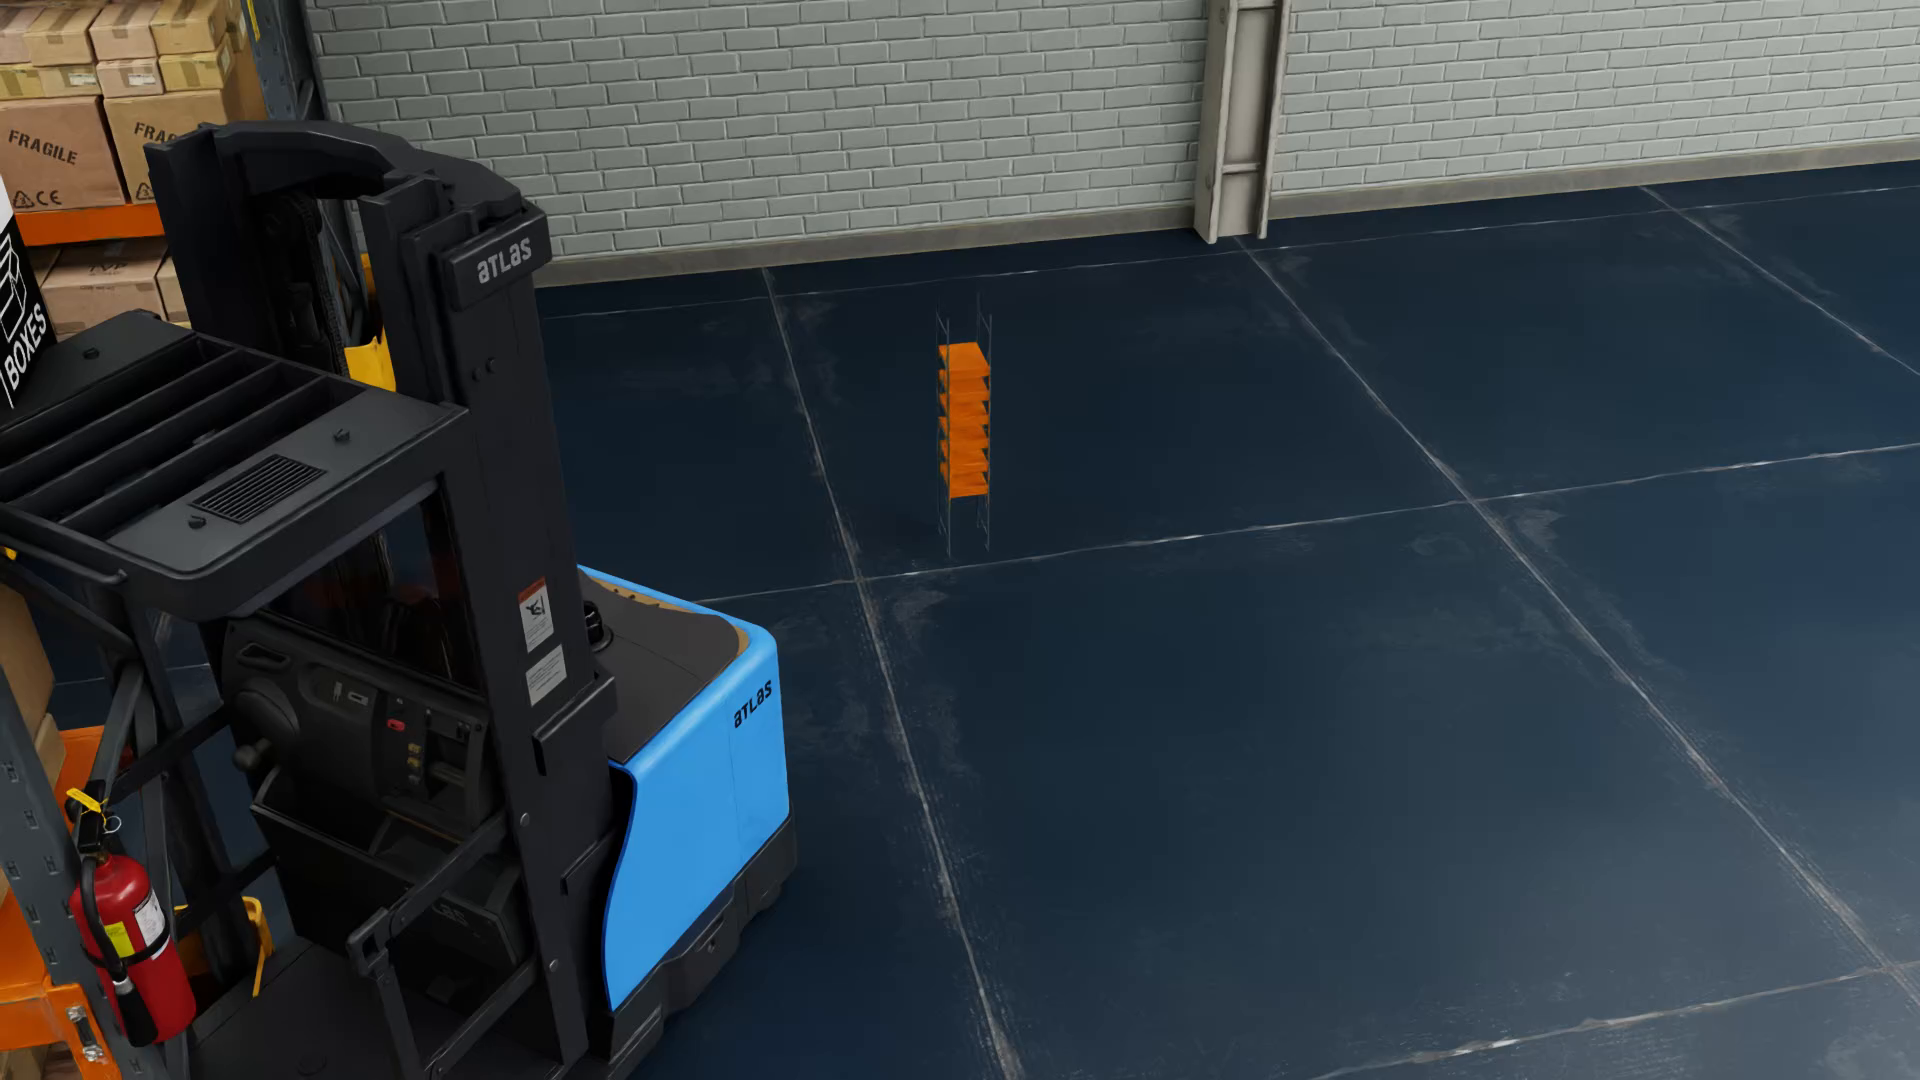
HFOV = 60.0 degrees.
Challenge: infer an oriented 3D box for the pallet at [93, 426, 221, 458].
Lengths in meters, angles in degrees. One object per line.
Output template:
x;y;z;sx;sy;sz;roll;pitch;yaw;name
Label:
-3.979;-0.817;8.778;1.213;0.211;1.003;-7;35;-11;pallet

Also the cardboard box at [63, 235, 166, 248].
-4.239;-1.520;8.517;0.500;0.250;0.500;-7;35;-10;cardboard box

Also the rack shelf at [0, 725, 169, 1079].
-4.094;1.150;3.990;4.000;0.370;1.077;-7;35;-11;rack shelf

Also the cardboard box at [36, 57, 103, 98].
-4.028;-2.162;7.607;0.250;0.149;0.380;-7;34;-10;cardboard box

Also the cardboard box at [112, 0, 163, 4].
-3.890;-2.602;7.997;0.250;0.149;0.380;-6;34;-9;cardboard box

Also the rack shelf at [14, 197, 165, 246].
-5.193;-1.547;8.009;4.000;0.370;1.077;-7;35;-11;rack shelf

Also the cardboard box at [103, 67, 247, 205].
-3.664;-1.930;7.845;0.500;0.500;0.500;-8;35;-12;cardboard box

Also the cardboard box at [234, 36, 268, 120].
-3.787;-2.223;8.282;0.500;0.500;0.500;-6;34;-9;cardboard box

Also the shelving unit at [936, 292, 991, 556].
0.014;-0.500;7.418;0.189;1.200;0.258;-7;35;-11;shelving unit

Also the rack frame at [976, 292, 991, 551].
0.103;-0.511;7.435;0.006;1.200;0.240;-7;35;-11;rack frame

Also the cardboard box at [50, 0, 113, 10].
-4.134;-2.547;7.915;0.250;0.149;0.380;-7;34;-10;cardboard box

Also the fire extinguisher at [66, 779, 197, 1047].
-1.930;0.874;3.825;0.183;0.674;0.296;-7;35;-11;fire extinguisher

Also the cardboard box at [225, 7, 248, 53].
-3.630;-2.502;8.115;0.250;0.149;0.380;-8;35;-12;cardboard box

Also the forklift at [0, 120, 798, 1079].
-1.720;0.564;4.278;1.130;2.935;3.031;17;37;23;forklift

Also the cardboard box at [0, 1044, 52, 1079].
-2.992;1.522;4.881;0.500;0.250;0.500;-7;35;-11;cardboard box

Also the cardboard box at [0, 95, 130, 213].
-4.173;-1.871;7.757;0.500;0.500;0.500;-6;34;-9;cardboard box

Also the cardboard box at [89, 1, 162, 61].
-3.779;-2.320;7.577;0.250;0.149;0.380;-7;35;-10;cardboard box

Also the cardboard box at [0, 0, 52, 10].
-4.379;-2.525;7.882;0.250;0.149;0.380;-7;34;-10;cardboard box

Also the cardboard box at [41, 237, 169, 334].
-4.119;-1.248;8.111;0.500;0.250;0.500;-7;34;-10;cardboard box

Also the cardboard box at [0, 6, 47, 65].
-4.287;-2.283;7.522;0.250;0.149;0.380;-7;34;-10;cardboard box

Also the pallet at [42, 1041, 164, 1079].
-3.018;1.853;4.799;1.213;0.211;1.003;-7;35;-11;pallet

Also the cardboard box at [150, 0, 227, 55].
-3.545;-2.368;7.647;0.250;0.149;0.380;-7;35;-10;cardboard box

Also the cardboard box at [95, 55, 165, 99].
-3.761;-2.160;7.605;0.250;0.149;0.380;-7;34;-10;cardboard box

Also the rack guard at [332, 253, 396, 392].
-3.219;-1.057;8.876;0.348;0.500;1.175;-7;35;-11;rack guard

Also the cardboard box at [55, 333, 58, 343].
-4.639;-0.972;8.148;0.500;0.250;0.500;-8;35;-12;cardboard box

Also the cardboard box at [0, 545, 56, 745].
-2.667;0.348;4.183;0.500;0.500;0.500;-8;35;-11;cardboard box

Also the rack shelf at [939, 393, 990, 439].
0.014;-0.563;7.376;0.180;0.103;0.258;-7;35;-11;rack shelf

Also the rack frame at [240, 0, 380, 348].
-3.242;-2.092;8.175;0.127;3.000;1.000;-7;35;-11;rack frame

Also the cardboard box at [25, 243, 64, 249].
-4.730;-1.464;8.434;0.500;0.250;0.500;-7;35;-11;cardboard box

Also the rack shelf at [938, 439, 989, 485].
0.014;-0.363;7.510;0.180;0.103;0.258;-7;35;-11;rack shelf

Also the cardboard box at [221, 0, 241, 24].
-3.617;-2.601;7.995;0.250;0.149;0.380;-8;35;-11;cardboard box

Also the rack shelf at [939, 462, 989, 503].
0.014;-0.264;7.577;0.180;0.103;0.258;-7;35;-11;rack shelf

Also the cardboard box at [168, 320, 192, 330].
-3.648;-1.102;8.343;0.500;0.250;0.500;-8;35;-11;cardboard box

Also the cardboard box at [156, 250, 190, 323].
-3.623;-1.314;8.209;0.500;0.250;0.500;-6;34;-9;cardboard box

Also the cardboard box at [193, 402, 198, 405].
-3.631;-0.895;8.483;0.500;0.250;0.500;-7;34;-10;cardboard box

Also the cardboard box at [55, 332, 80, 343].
-4.140;-1.047;8.260;0.500;0.250;0.500;-8;35;-11;cardboard box

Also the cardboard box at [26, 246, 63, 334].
-4.609;-1.180;8.010;0.500;0.250;0.500;-7;34;-10;cardboard box

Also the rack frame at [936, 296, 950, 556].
-0.075;-0.489;7.402;0.006;1.200;0.240;-7;35;-11;rack frame

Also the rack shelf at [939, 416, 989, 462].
0.014;-0.463;7.443;0.180;0.103;0.258;-7;35;-11;rack shelf

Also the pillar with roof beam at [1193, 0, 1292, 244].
2.682;-3.385;4.718;0.400;9.000;9.100;-7;35;-11;pillar with roof beam

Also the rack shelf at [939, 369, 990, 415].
0.014;-0.662;7.309;0.180;0.103;0.258;-7;35;-11;rack shelf

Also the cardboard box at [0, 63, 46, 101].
-4.272;-2.137;7.571;0.250;0.149;0.380;-7;35;-11;cardboard box

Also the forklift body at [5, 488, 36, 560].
-4.689;-0.515;6.587;1.214;2.155;2.313;-7;35;-11;forklift body

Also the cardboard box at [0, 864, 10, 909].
-2.461;0.872;3.984;0.250;0.149;0.380;-6;34;-9;cardboard box

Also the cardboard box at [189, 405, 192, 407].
-4.118;-0.839;8.399;0.500;0.250;0.500;-7;35;-11;cardboard box

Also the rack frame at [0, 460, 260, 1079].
-2.144;0.605;4.156;0.127;3.000;1.000;-7;35;-11;rack frame

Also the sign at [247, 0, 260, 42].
-3.136;-2.374;7.345;0.005;0.325;0.100;-7;35;-11;sign

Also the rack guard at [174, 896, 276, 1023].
-2.218;1.653;4.838;0.348;0.500;1.175;-7;35;-11;rack guard

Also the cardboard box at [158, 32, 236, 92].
-3.519;-2.208;7.676;0.250;0.149;0.380;-7;34;-10;cardboard box

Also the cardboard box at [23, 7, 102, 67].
-4.028;-2.274;7.507;0.250;0.149;0.380;-6;34;-9;cardboard box

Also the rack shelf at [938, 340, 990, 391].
0.014;-0.762;7.242;0.180;0.103;0.258;-7;35;-11;rack shelf

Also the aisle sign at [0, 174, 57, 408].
-2.152;-0.650;3.694;0.004;0.787;0.394;-7;35;-11;aisle sign

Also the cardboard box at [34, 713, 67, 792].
-2.521;0.639;4.331;0.250;0.149;0.380;-7;35;-10;cardboard box
